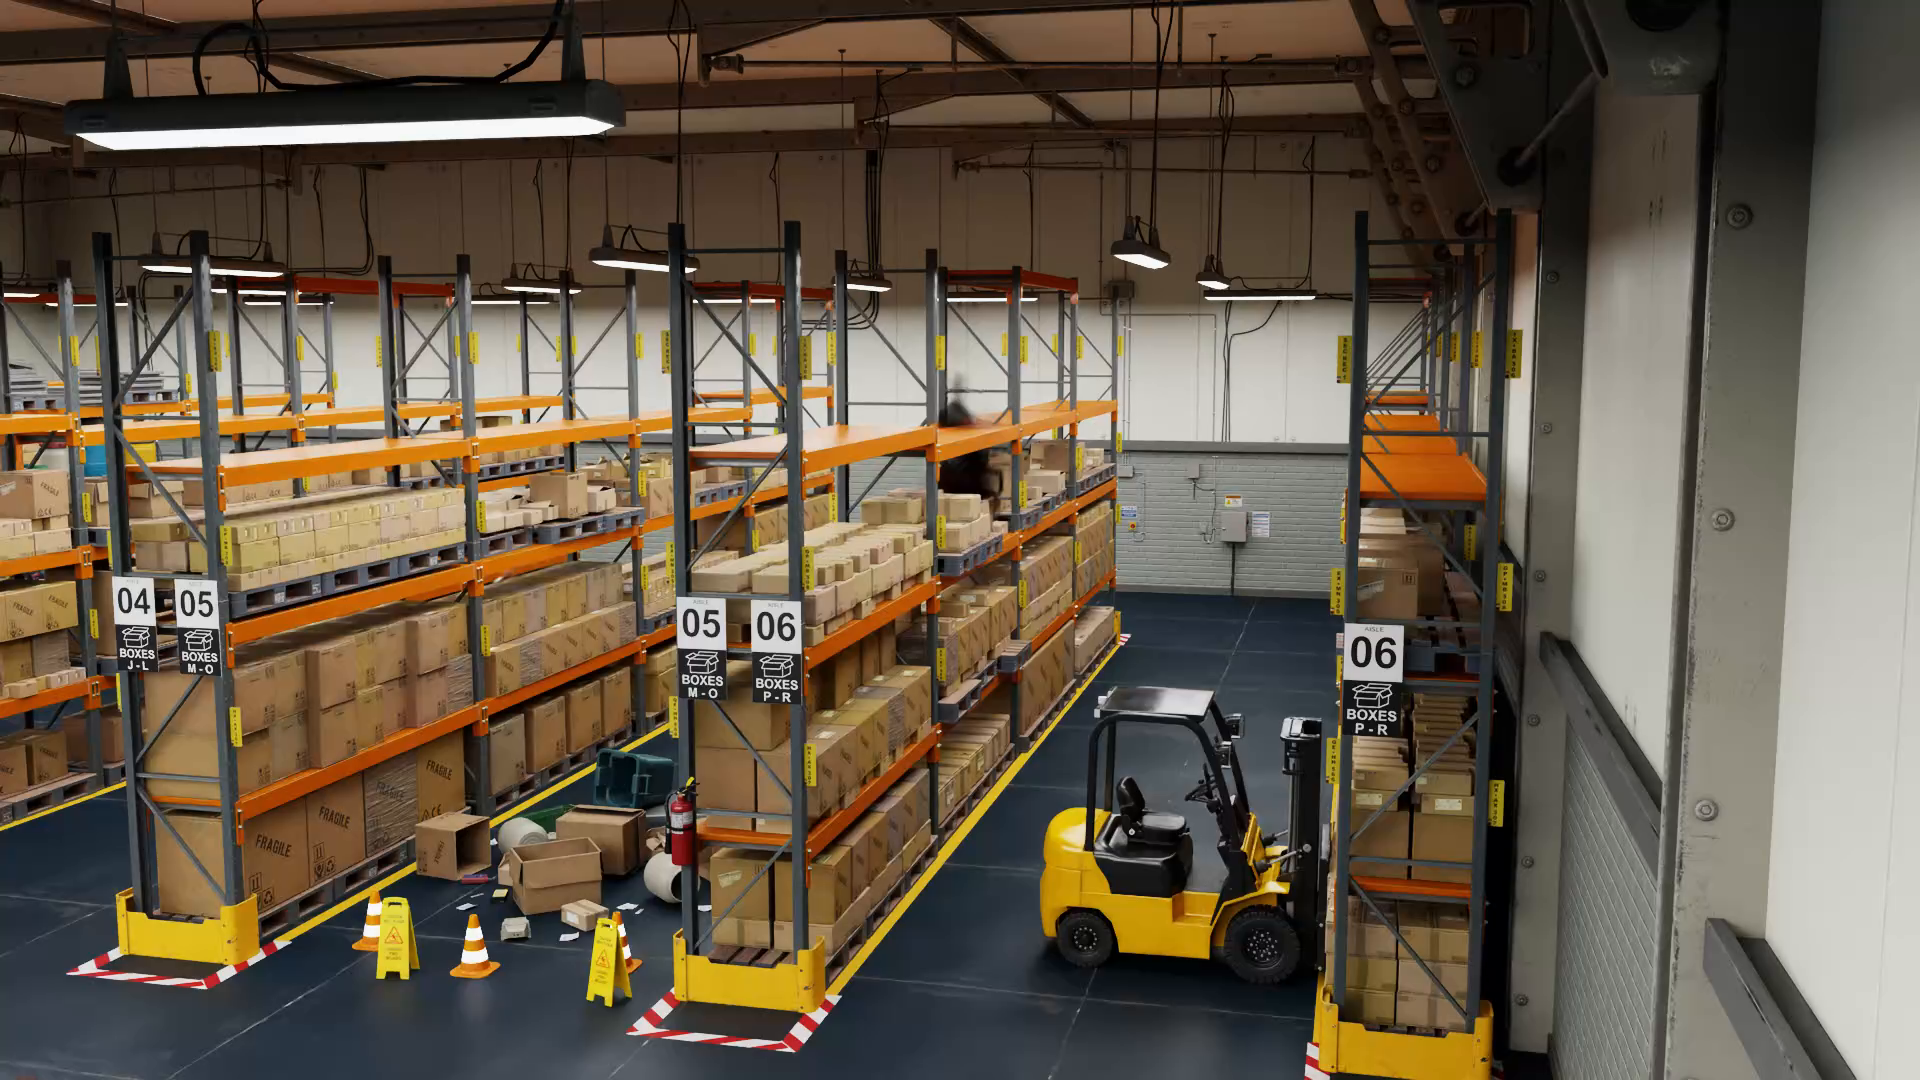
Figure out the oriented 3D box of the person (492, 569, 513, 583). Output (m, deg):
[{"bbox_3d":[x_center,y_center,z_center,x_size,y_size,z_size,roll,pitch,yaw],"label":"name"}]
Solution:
[{"bbox_3d":[-6.864,1.193,25.316,0.666,1.790,0.996,1,7,9],"label":"person"}]
